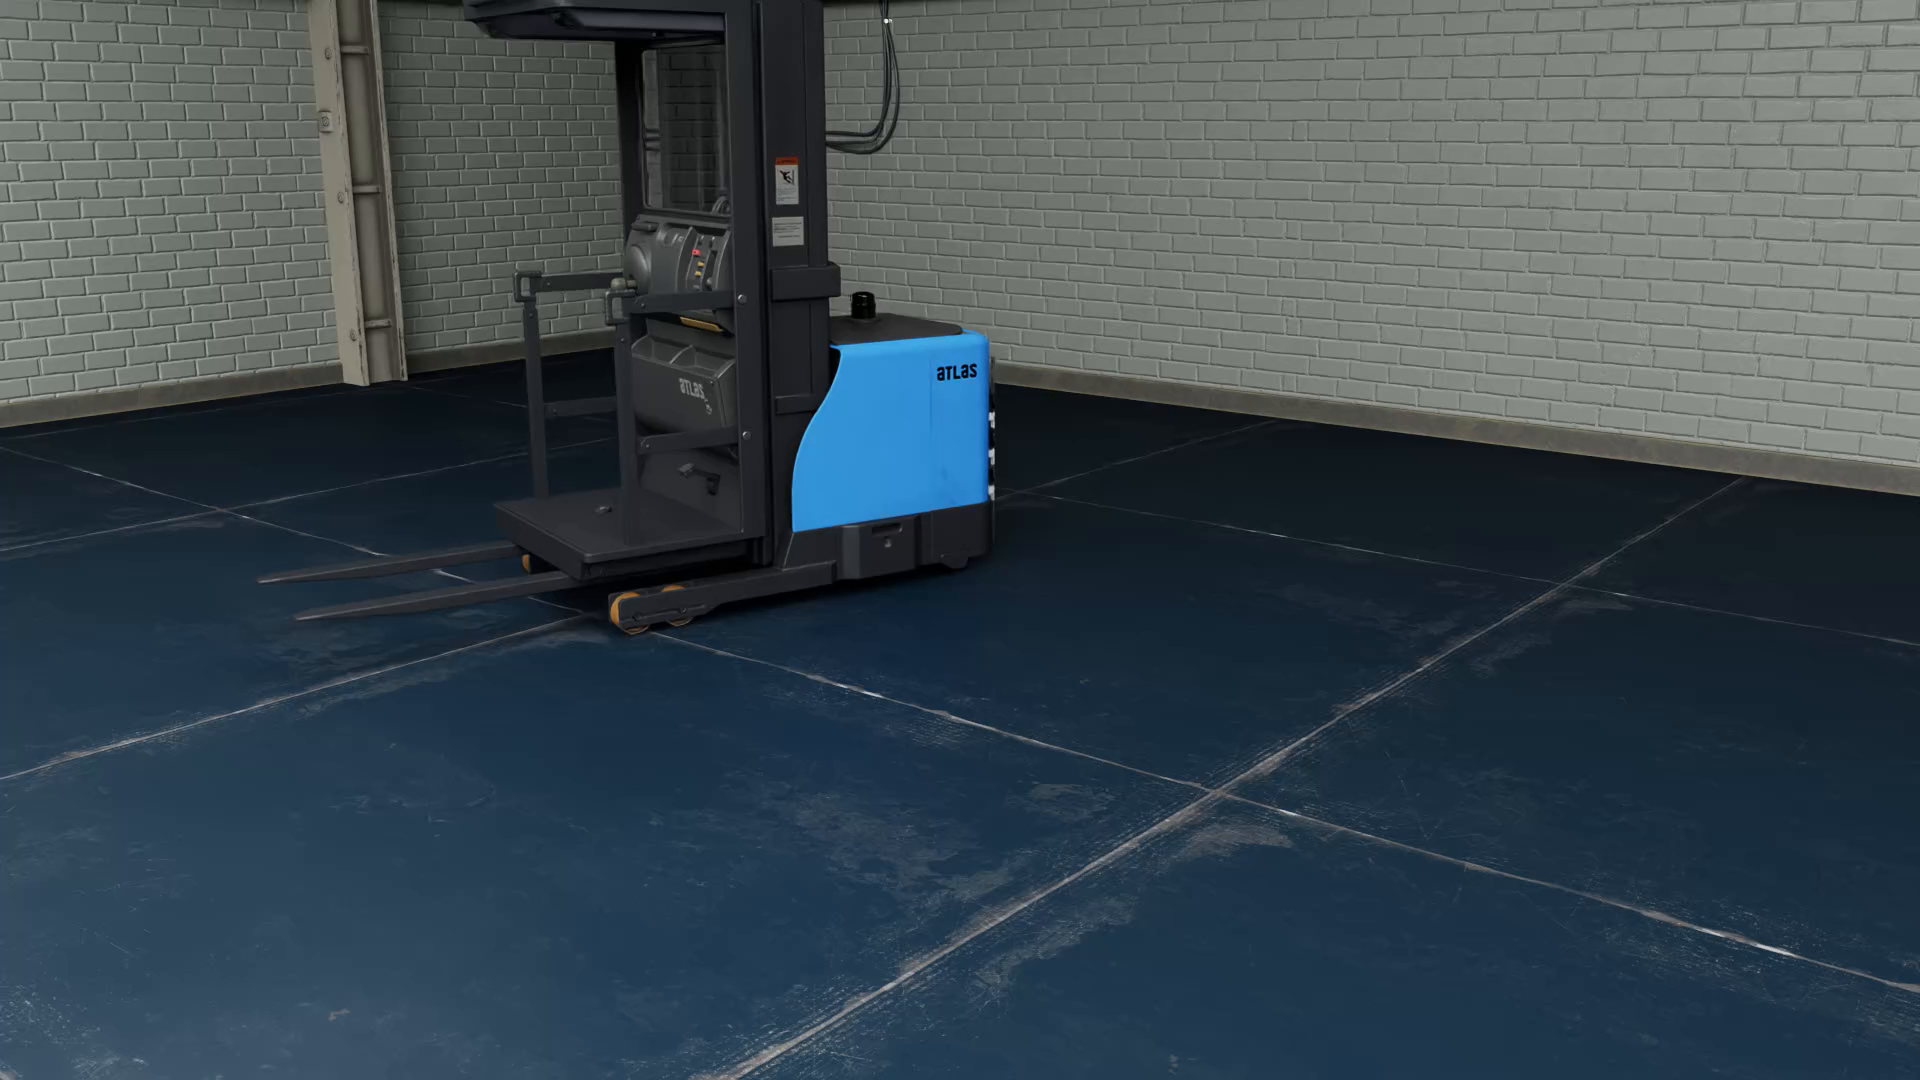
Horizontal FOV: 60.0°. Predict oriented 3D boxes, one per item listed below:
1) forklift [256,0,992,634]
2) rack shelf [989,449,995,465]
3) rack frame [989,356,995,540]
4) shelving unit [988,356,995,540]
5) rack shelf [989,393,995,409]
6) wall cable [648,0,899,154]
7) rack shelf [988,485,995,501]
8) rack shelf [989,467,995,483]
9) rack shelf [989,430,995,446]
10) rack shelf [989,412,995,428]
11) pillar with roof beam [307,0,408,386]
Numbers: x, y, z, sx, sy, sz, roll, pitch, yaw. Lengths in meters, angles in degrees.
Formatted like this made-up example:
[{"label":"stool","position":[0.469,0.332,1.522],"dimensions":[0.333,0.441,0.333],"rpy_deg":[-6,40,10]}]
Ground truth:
[{"label":"forklift","position":[-1.360,-1.192,6.862],"dimensions":[3.031,2.935,1.130],"rpy_deg":[-10,17,-33]},{"label":"rack shelf","position":[0.007,-0.404,8.020],"dimensions":[0.258,0.077,0.200],"rpy_deg":[13,19,42]},{"label":"rack frame","position":[0.077,-0.455,8.083],"dimensions":[0.240,0.900,0.006],"rpy_deg":[13,19,42]},{"label":"shelving unit","position":[0.007,-0.436,8.011],"dimensions":[0.258,0.900,0.210],"rpy_deg":[13,19,42]},{"label":"rack shelf","position":[0.007,-0.666,7.953],"dimensions":[0.258,0.077,0.200],"rpy_deg":[13,19,42]},{"label":"wall cable","position":[-1.700,-4.461,13.714],"dimensions":[3.097,2.526,0.112],"rpy_deg":[11,18,38]},{"label":"rack shelf","position":[0.007,-0.230,8.064],"dimensions":[0.258,0.077,0.200],"rpy_deg":[13,19,42]},{"label":"rack shelf","position":[0.007,-0.317,8.042],"dimensions":[0.258,0.077,0.200],"rpy_deg":[13,19,42]},{"label":"rack shelf","position":[0.007,-0.491,7.997],"dimensions":[0.258,0.077,0.200],"rpy_deg":[13,19,42]},{"label":"rack shelf","position":[0.007,-0.579,7.975],"dimensions":[0.258,0.077,0.200],"rpy_deg":[13,19,42]},{"label":"pillar with roof beam","position":[-1.231,-4.940,9.294],"dimensions":[9.100,9.000,0.400],"rpy_deg":[11,18,38]}]
